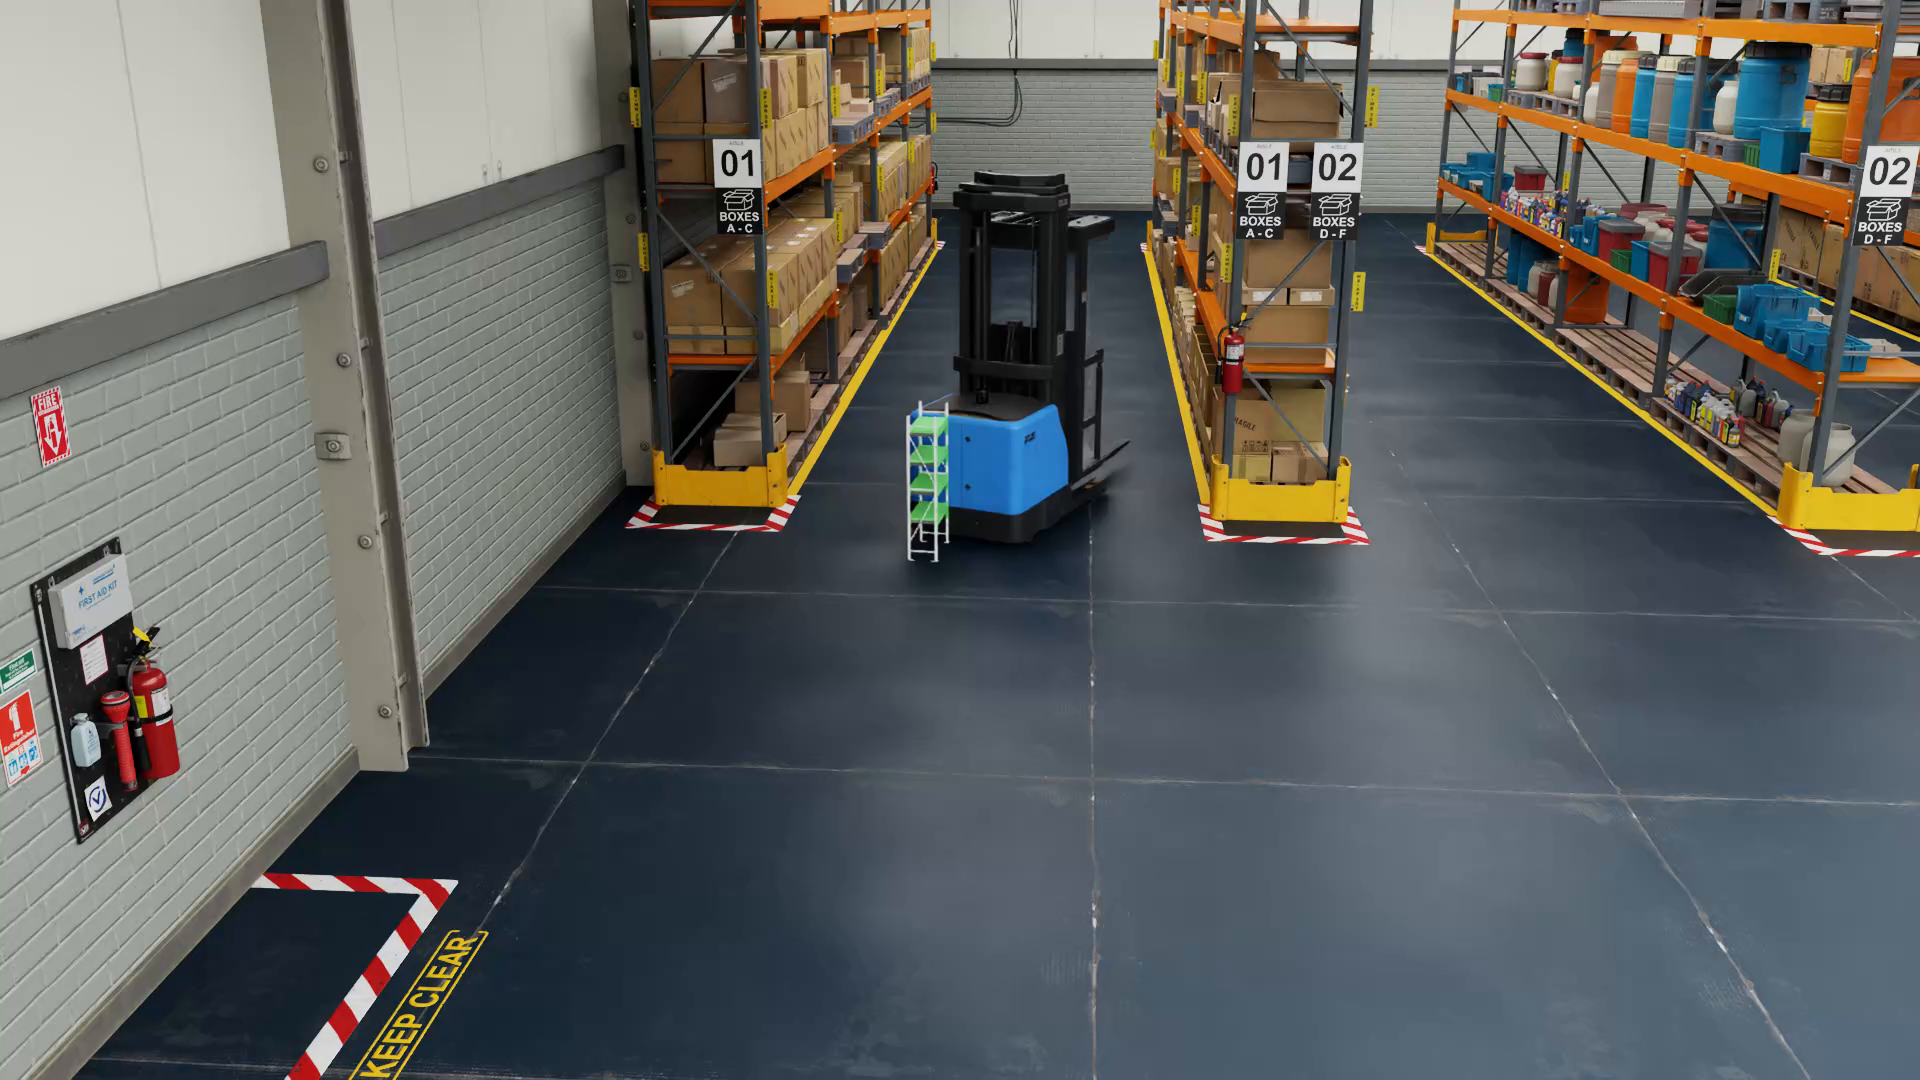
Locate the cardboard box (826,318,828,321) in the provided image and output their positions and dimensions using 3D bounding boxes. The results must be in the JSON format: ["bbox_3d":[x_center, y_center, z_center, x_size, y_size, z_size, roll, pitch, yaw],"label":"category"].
[{"bbox_3d":[-1.848,-2.411,19.771,0.700,0.500,0.500,1,18,3],"label":"cardboard box"}]

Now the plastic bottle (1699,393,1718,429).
[{"bbox_3d":[7.495,-1.296,16.609,0.144,0.351,0.185,1,18,3],"label":"plastic bottle"}]

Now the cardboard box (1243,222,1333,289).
[{"bbox_3d":[2.834,-2.472,14.407,0.700,0.500,0.500,1,18,4],"label":"cardboard box"}]

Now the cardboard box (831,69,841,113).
[{"bbox_3d":[-1.663,-5.223,19.392,0.500,0.500,0.500,1,18,2],"label":"cardboard box"}]

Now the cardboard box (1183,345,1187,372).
[{"bbox_3d":[2.849,-2.075,19.179,0.500,0.250,0.500,1,18,3],"label":"cardboard box"}]

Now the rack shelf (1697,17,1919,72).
[{"bbox_3d":[7.867,-4.476,14.928,1.077,0.370,4.000,1,18,4],"label":"rack shelf"}]

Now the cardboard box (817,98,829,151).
[{"bbox_3d":[-1.661,-4.318,17.275,0.500,0.500,0.500,2,18,5],"label":"cardboard box"}]

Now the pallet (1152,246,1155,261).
[{"bbox_3d":[3.869,-5.020,28.905,1.003,0.211,1.213,1,18,4],"label":"pallet"}]

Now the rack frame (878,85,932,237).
[{"bbox_3d":[-1.011,-6.726,29.632,1.000,3.000,0.127,1,18,4],"label":"rack frame"}]

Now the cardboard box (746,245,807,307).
[{"bbox_3d":[-1.735,-2.506,15.759,0.500,0.500,0.500,1,18,2],"label":"cardboard box"}]

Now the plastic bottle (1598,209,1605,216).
[{"bbox_3d":[8.746,-4.378,22.674,0.097,0.271,0.097,0,18,0],"label":"plastic bottle"}]

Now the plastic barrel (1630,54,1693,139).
[{"bbox_3d":[7.925,-5.011,18.775,0.600,0.901,0.708,1,18,4],"label":"plastic barrel"}]

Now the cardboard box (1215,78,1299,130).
[{"bbox_3d":[2.827,-4.121,15.802,0.797,0.503,0.637,3,18,10],"label":"cardboard box"}]

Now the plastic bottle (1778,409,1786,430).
[{"bbox_3d":[8.218,-1.203,16.565,0.097,0.201,0.097,0,18,0],"label":"plastic bottle"}]

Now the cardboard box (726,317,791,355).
[{"bbox_3d":[-1.806,-1.839,14.928,0.500,0.250,0.500,1,18,2],"label":"cardboard box"}]

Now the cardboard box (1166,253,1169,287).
[{"bbox_3d":[3.296,-3.930,24.406,0.500,0.500,0.500,2,18,5],"label":"cardboard box"}]

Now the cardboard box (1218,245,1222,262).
[{"bbox_3d":[2.786,-2.849,16.598,0.380,0.149,0.250,1,18,2],"label":"cardboard box"}]

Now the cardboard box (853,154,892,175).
[{"bbox_3d":[-1.225,-5.254,23.264,0.500,0.250,0.500,1,18,4],"label":"cardboard box"}]

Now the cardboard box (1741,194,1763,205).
[{"bbox_3d":[13.845,-5.384,28.273,0.875,0.875,0.875,1,18,4],"label":"cardboard box"}]

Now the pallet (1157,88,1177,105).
[{"bbox_3d":[3.527,-6.509,24.456,1.213,0.211,1.003,1,18,4],"label":"pallet"}]

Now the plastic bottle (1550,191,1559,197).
[{"bbox_3d":[8.878,-5.074,24.790,0.152,0.276,0.135,1,18,4],"label":"plastic bottle"}]

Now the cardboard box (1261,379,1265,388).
[{"bbox_3d":[3.101,-1.369,15.821,0.500,0.500,0.500,1,18,4],"label":"cardboard box"}]

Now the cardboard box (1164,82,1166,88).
[{"bbox_3d":[3.460,-7.040,26.015,0.500,0.250,0.500,1,18,4],"label":"cardboard box"}]

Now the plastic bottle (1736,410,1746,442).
[{"bbox_3d":[7.570,-1.109,16.147,0.061,0.283,0.133,1,18,4],"label":"plastic bottle"}]

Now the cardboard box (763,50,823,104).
[{"bbox_3d":[-1.665,-4.624,16.600,0.500,0.500,0.500,2,18,7],"label":"cardboard box"}]

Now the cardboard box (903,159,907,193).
[{"bbox_3d":[-1.079,-5.533,25.321,0.500,0.500,0.500,1,18,3],"label":"cardboard box"}]

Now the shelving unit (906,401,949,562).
[{"bbox_3d":[-0.258,-0.473,13.439,0.258,1.200,0.503,3,18,10],"label":"shelving unit"}]

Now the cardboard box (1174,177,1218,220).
[{"bbox_3d":[3.290,-4.577,22.239,0.700,0.500,0.500,-5,19,-15],"label":"cardboard box"}]

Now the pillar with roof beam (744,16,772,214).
[{"bbox_3d":[1.754,-6.612,19.649,9.100,9.000,0.400,1,18,4],"label":"pillar with roof beam"}]

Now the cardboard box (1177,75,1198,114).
[{"bbox_3d":[3.429,-6.061,22.625,0.910,0.500,0.500,1,18,4],"label":"cardboard box"}]

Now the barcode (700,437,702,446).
[{"bbox_3d":[-2.416,-0.920,15.510,0.001,0.075,0.075,1,18,4],"label":"barcode"}]

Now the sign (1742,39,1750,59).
[{"bbox_3d":[13.258,-8.287,28.048,0.100,0.325,0.005,1,18,4],"label":"sign"}]

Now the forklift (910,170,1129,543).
[{"bbox_3d":[0.678,-1.779,14.646,1.130,2.935,3.031,9,20,25],"label":"forklift"}]

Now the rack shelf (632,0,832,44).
[{"bbox_3d":[-2.014,-4.885,15.541,1.077,0.370,4.000,1,18,4],"label":"rack shelf"}]

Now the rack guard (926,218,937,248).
[{"bbox_3d":[-1.009,-5.546,30.044,1.175,0.500,0.348,1,18,4],"label":"rack guard"}]

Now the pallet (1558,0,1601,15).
[{"bbox_3d":[8.380,-6.815,21.214,1.213,0.211,1.003,1,18,4],"label":"pallet"}]

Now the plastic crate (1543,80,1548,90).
[{"bbox_3d":[8.947,-7.005,25.878,0.497,0.269,0.590,1,18,4],"label":"plastic crate"}]

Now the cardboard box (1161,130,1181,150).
[{"bbox_3d":[3.456,-6.219,26.318,0.500,0.500,0.500,1,18,3],"label":"cardboard box"}]

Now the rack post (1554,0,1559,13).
[{"bbox_3d":[8.566,-7.244,22.382,0.937,0.300,0.954,3,18,10],"label":"rack post"}]

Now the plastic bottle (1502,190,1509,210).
[{"bbox_3d":[8.123,-5.061,24.739,0.061,0.283,0.133,1,18,4],"label":"plastic bottle"}]

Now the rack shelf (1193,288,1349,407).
[{"bbox_3d":[2.927,-1.927,16.141,1.077,0.370,4.000,1,18,4],"label":"rack shelf"}]

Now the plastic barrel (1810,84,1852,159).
[{"bbox_3d":[7.679,-3.607,14.319,0.600,0.588,0.600,0,18,0],"label":"plastic barrel"}]

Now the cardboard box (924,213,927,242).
[{"bbox_3d":[-0.961,-5.518,29.286,0.700,0.500,0.500,1,18,4],"label":"cardboard box"}]

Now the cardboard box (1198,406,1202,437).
[{"bbox_3d":[2.623,-1.179,16.447,0.500,0.250,0.500,1,18,4],"label":"cardboard box"}]

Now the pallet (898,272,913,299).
[{"bbox_3d":[-1.277,-3.917,25.539,1.003,0.211,1.213,1,18,4],"label":"pallet"}]

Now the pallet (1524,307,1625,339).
[{"bbox_3d":[8.312,-2.941,22.559,1.003,0.211,1.213,1,18,4],"label":"pallet"}]

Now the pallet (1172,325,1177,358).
[{"bbox_3d":[3.259,-2.552,21.372,1.003,0.211,1.213,1,18,4],"label":"pallet"}]

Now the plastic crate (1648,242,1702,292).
[{"bbox_3d":[7.740,-2.965,18.053,0.402,0.464,0.583,1,18,4],"label":"plastic crate"}]

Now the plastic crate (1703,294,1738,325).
[{"bbox_3d":[7.632,-2.262,16.349,0.450,0.188,0.662,1,18,4],"label":"plastic crate"}]

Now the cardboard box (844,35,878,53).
[{"bbox_3d":[-1.491,-7.252,24.348,0.500,0.250,0.500,3,18,8],"label":"cardboard box"}]

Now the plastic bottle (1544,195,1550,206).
[{"bbox_3d":[8.753,-5.035,24.792,0.097,0.201,0.097,0,18,0],"label":"plastic bottle"}]

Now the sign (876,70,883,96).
[{"bbox_3d":[-1.043,-5.900,21.463,0.100,0.325,0.005,1,18,4],"label":"sign"}]

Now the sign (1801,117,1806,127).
[{"bbox_3d":[14.351,-7.041,28.353,0.100,0.325,0.005,1,18,4],"label":"sign"}]

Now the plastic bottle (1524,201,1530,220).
[{"bbox_3d":[8.052,-4.671,23.568,0.097,0.271,0.097,0,18,0],"label":"plastic bottle"}]

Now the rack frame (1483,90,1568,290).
[{"bbox_3d":[8.584,-5.262,25.166,1.000,3.000,0.127,1,18,4],"label":"rack frame"}]
